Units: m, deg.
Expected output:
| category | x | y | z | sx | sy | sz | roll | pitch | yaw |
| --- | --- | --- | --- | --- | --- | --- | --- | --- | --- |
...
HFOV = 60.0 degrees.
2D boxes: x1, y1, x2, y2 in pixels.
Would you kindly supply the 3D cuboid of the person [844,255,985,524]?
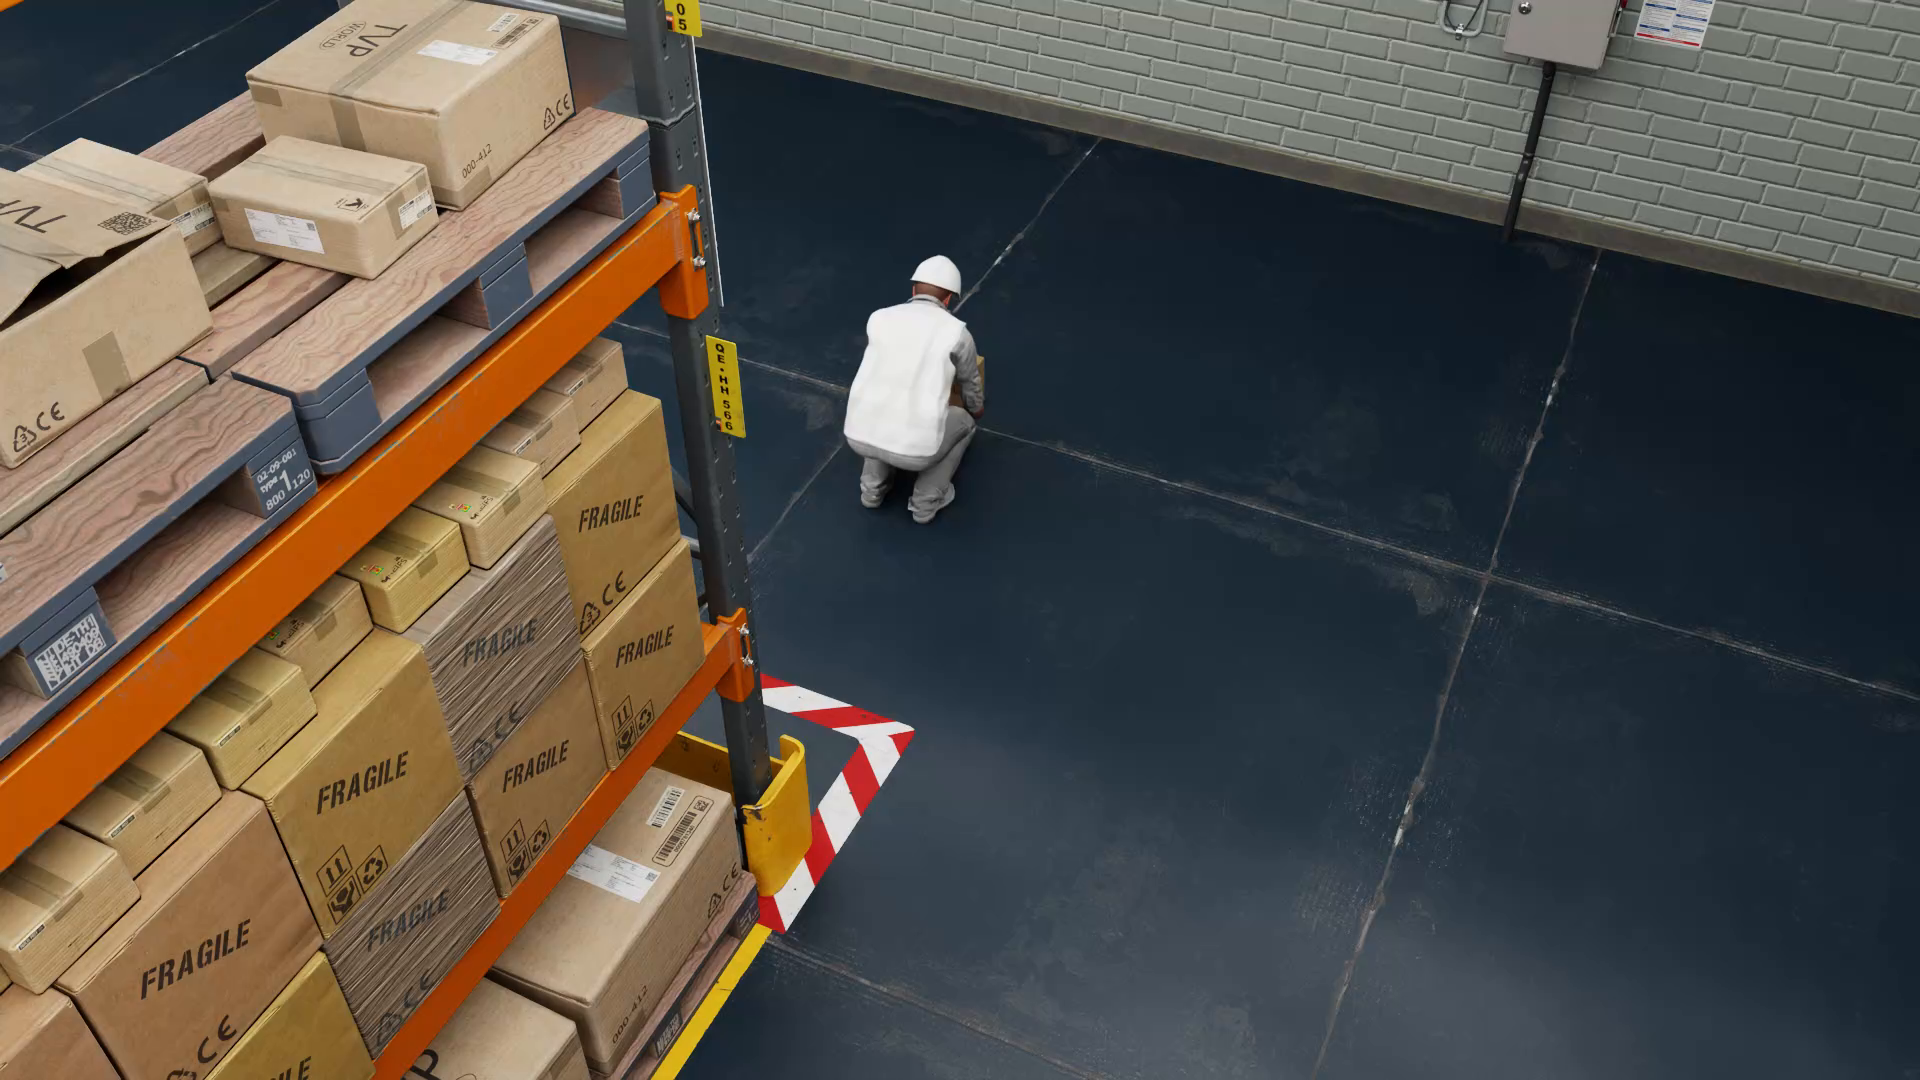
| category | x | y | z | sx | sy | sz | roll | pitch | yaw |
| --- | --- | --- | --- | --- | --- | --- | --- | --- | --- |
| person | -0.198 | -0.652 | 7.454 | 0.512 | 1.010 | 0.891 | 16 | 44 | 17 |
